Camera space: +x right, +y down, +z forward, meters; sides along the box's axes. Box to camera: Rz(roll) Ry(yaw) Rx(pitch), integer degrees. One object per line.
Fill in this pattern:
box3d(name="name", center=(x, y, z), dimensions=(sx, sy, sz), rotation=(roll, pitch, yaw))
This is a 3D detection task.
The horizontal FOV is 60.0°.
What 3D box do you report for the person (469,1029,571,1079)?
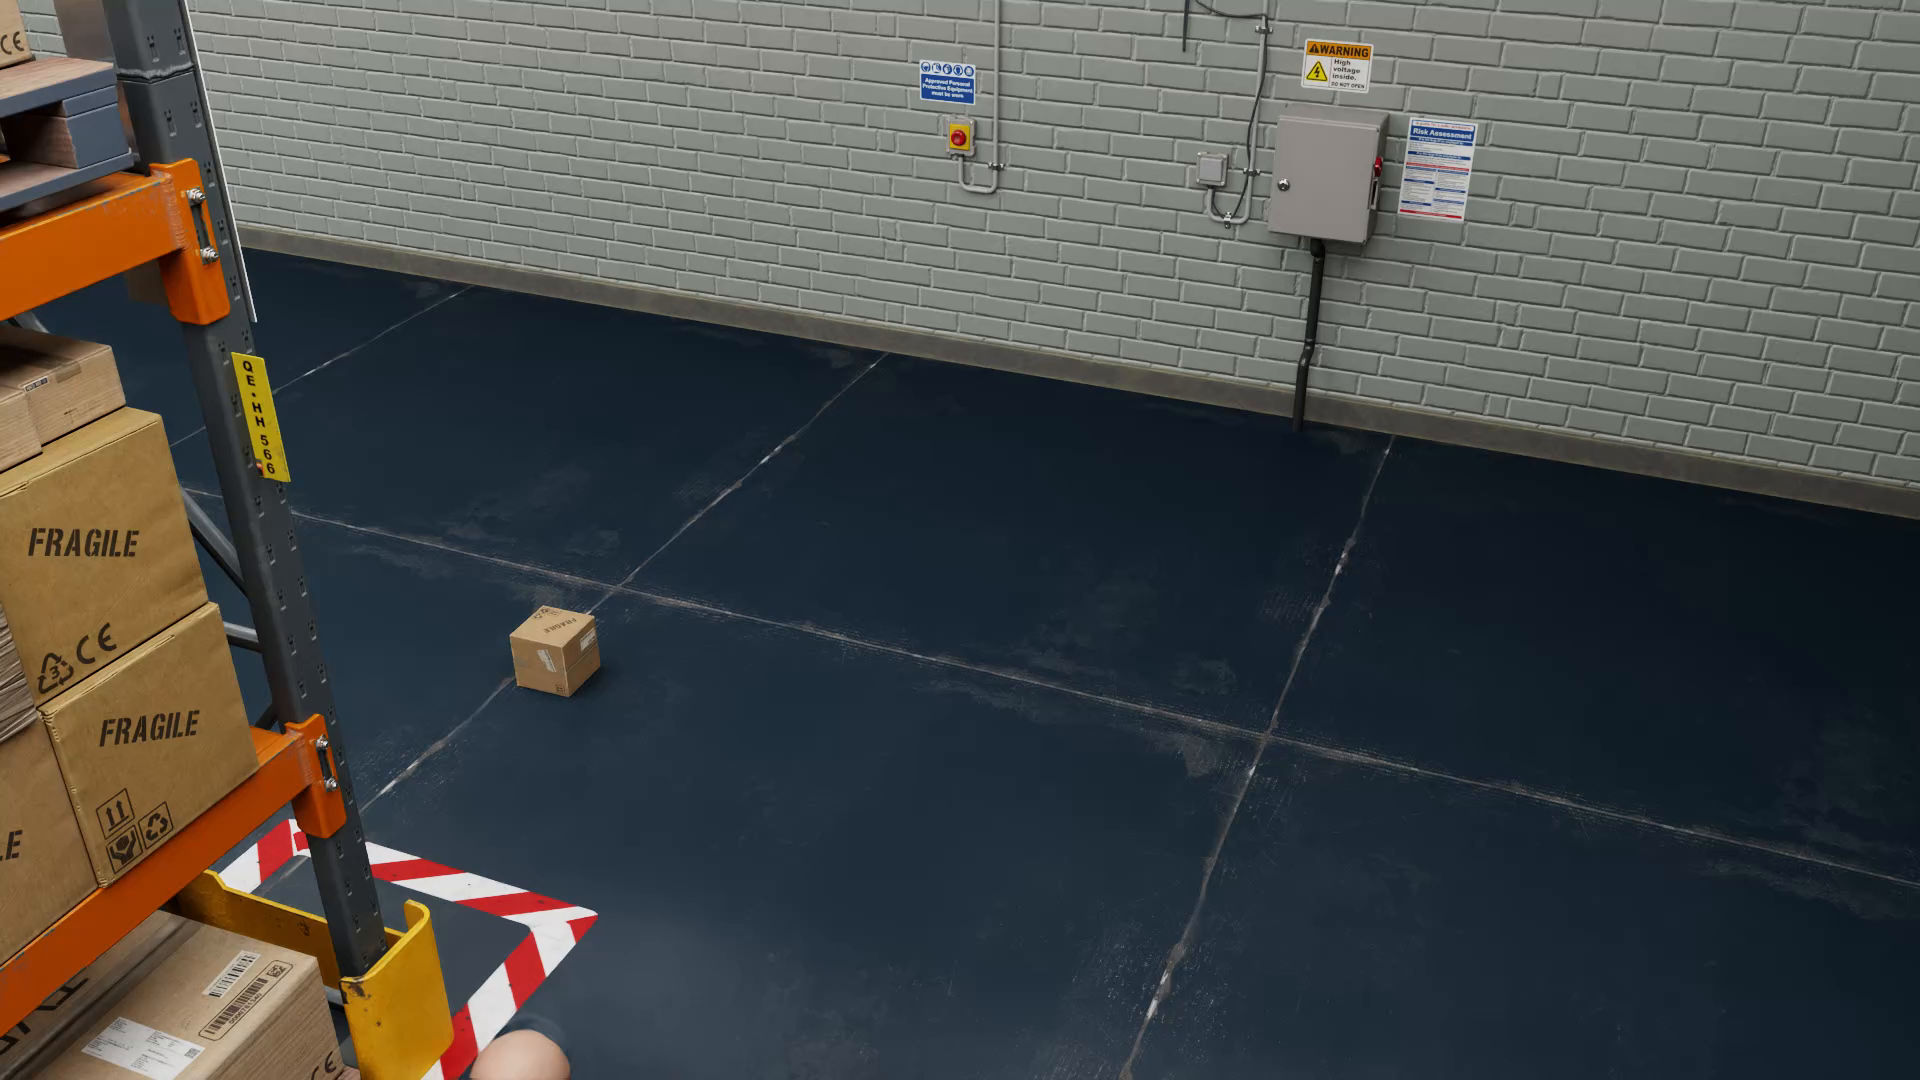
box3d(name="person", center=(-0.798, 1.645, 3.208), dimensions=(0.602, 1.726, 1.149), rotation=(4, 29, 7))
